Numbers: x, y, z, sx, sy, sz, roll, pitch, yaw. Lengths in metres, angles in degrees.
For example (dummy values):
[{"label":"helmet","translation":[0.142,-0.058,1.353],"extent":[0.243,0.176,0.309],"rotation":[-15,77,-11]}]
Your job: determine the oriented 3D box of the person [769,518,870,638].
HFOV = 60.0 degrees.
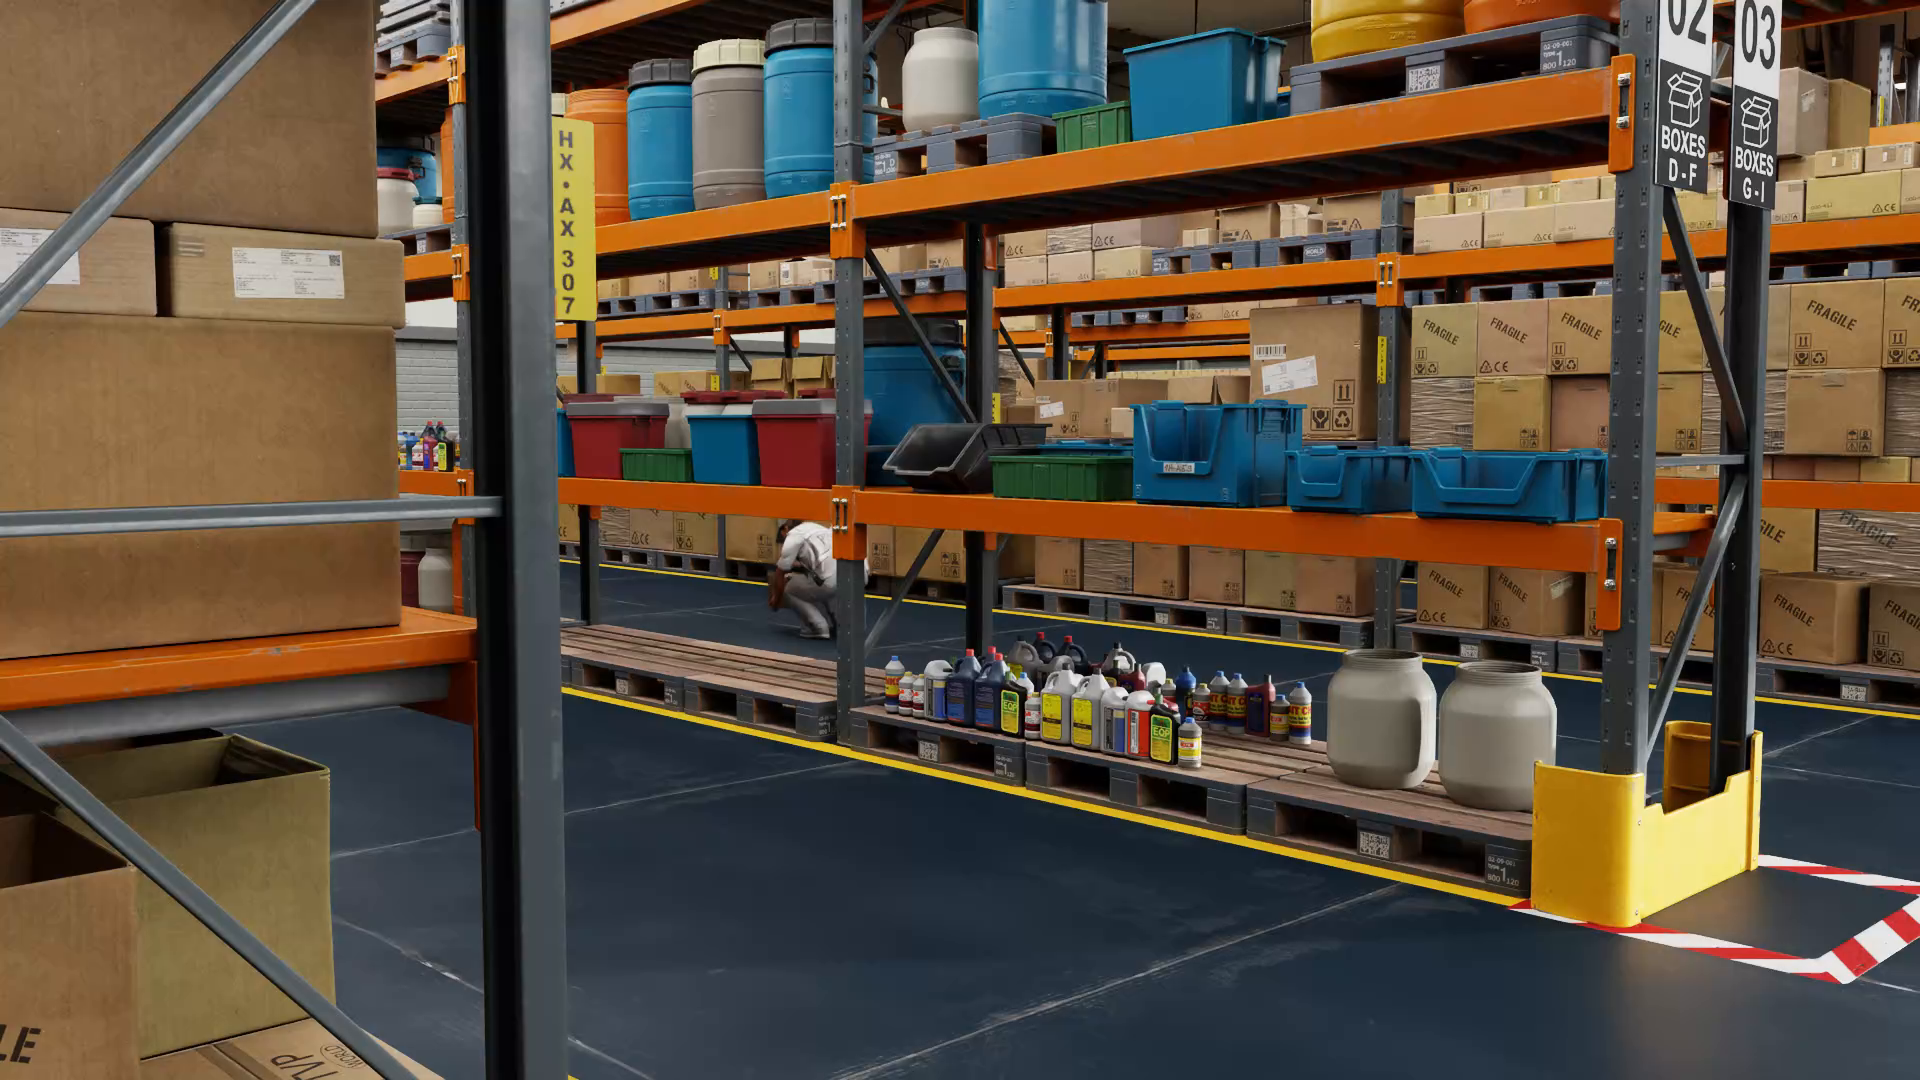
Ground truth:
[{"label":"person","translation":[-1.099,0.271,12.835],"extent":[0.516,0.949,0.855],"rotation":[-4,6,-44]}]
